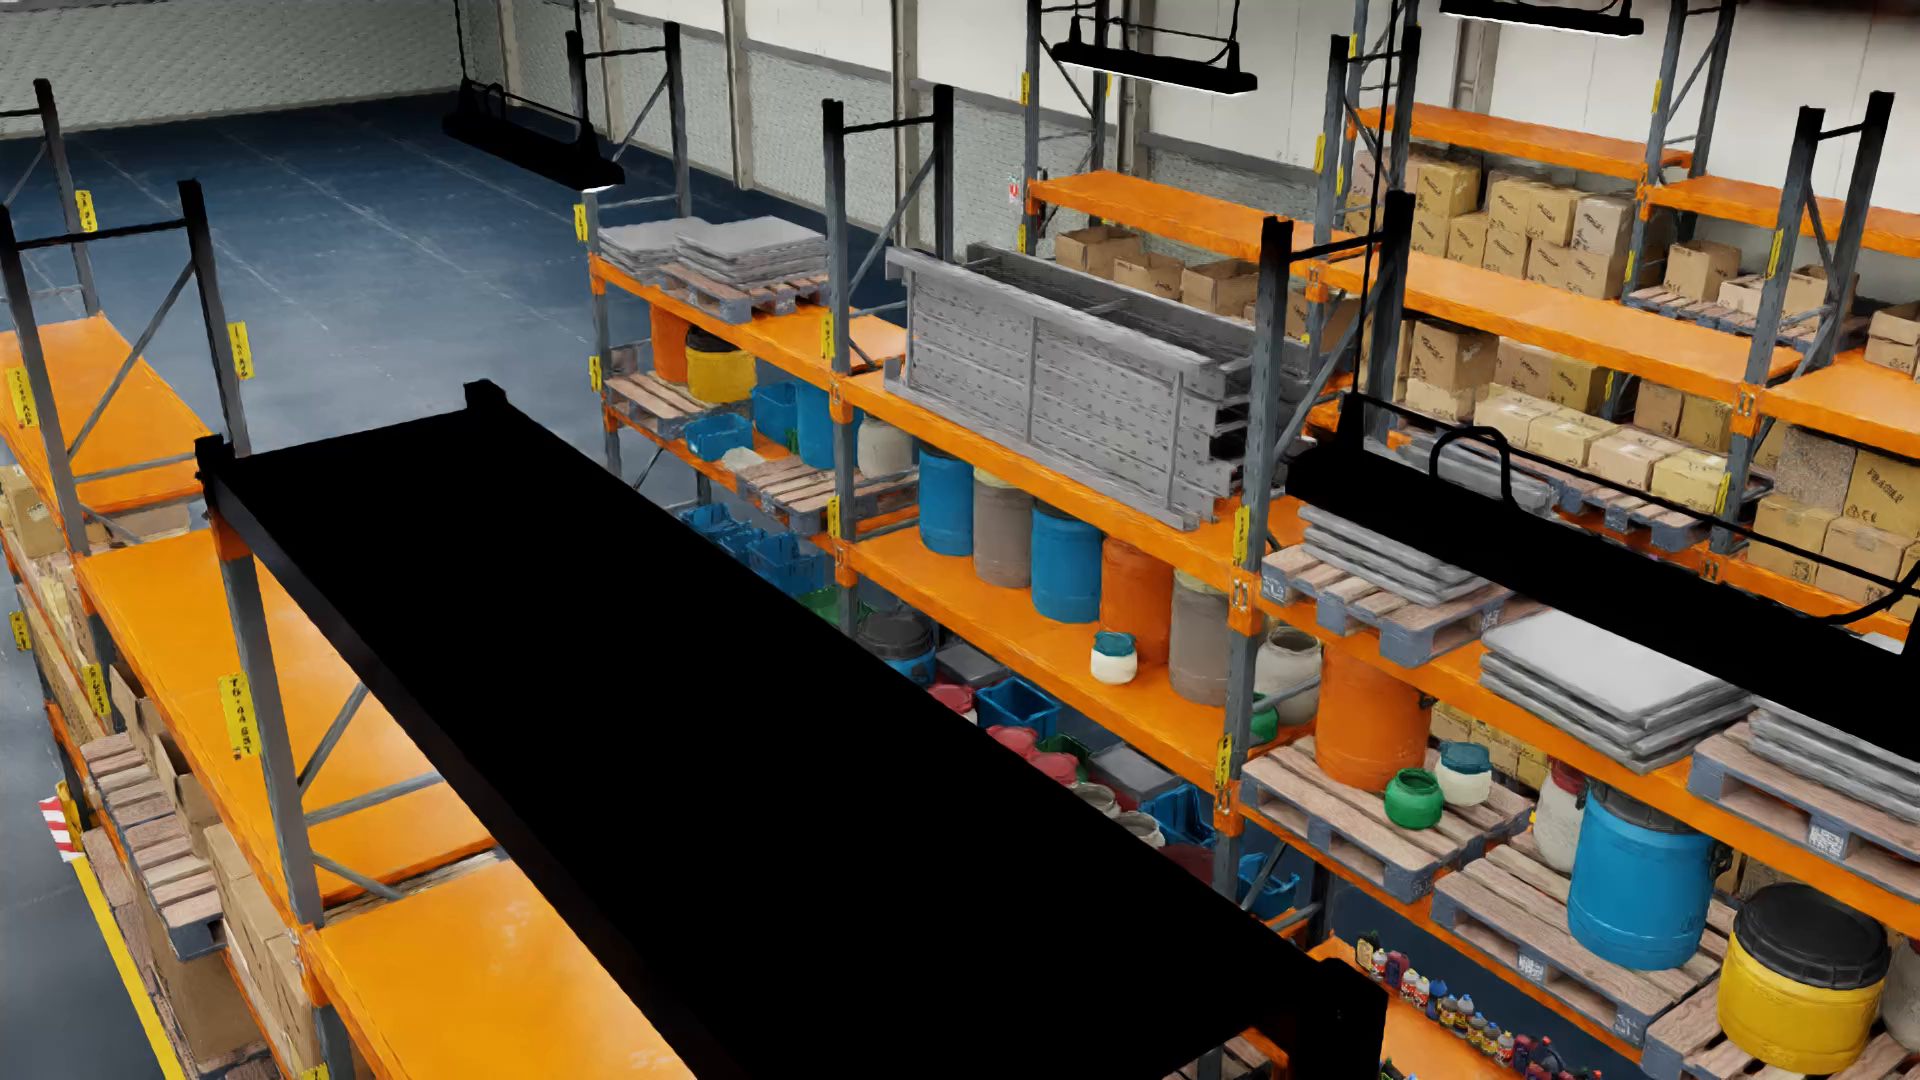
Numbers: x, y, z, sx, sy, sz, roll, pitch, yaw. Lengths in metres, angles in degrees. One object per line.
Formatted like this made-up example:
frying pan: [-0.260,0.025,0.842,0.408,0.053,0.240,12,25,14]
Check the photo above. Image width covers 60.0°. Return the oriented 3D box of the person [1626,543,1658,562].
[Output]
person: [6.725,0.313,16.449,0.957,1.533,0.411,23,33,40]
